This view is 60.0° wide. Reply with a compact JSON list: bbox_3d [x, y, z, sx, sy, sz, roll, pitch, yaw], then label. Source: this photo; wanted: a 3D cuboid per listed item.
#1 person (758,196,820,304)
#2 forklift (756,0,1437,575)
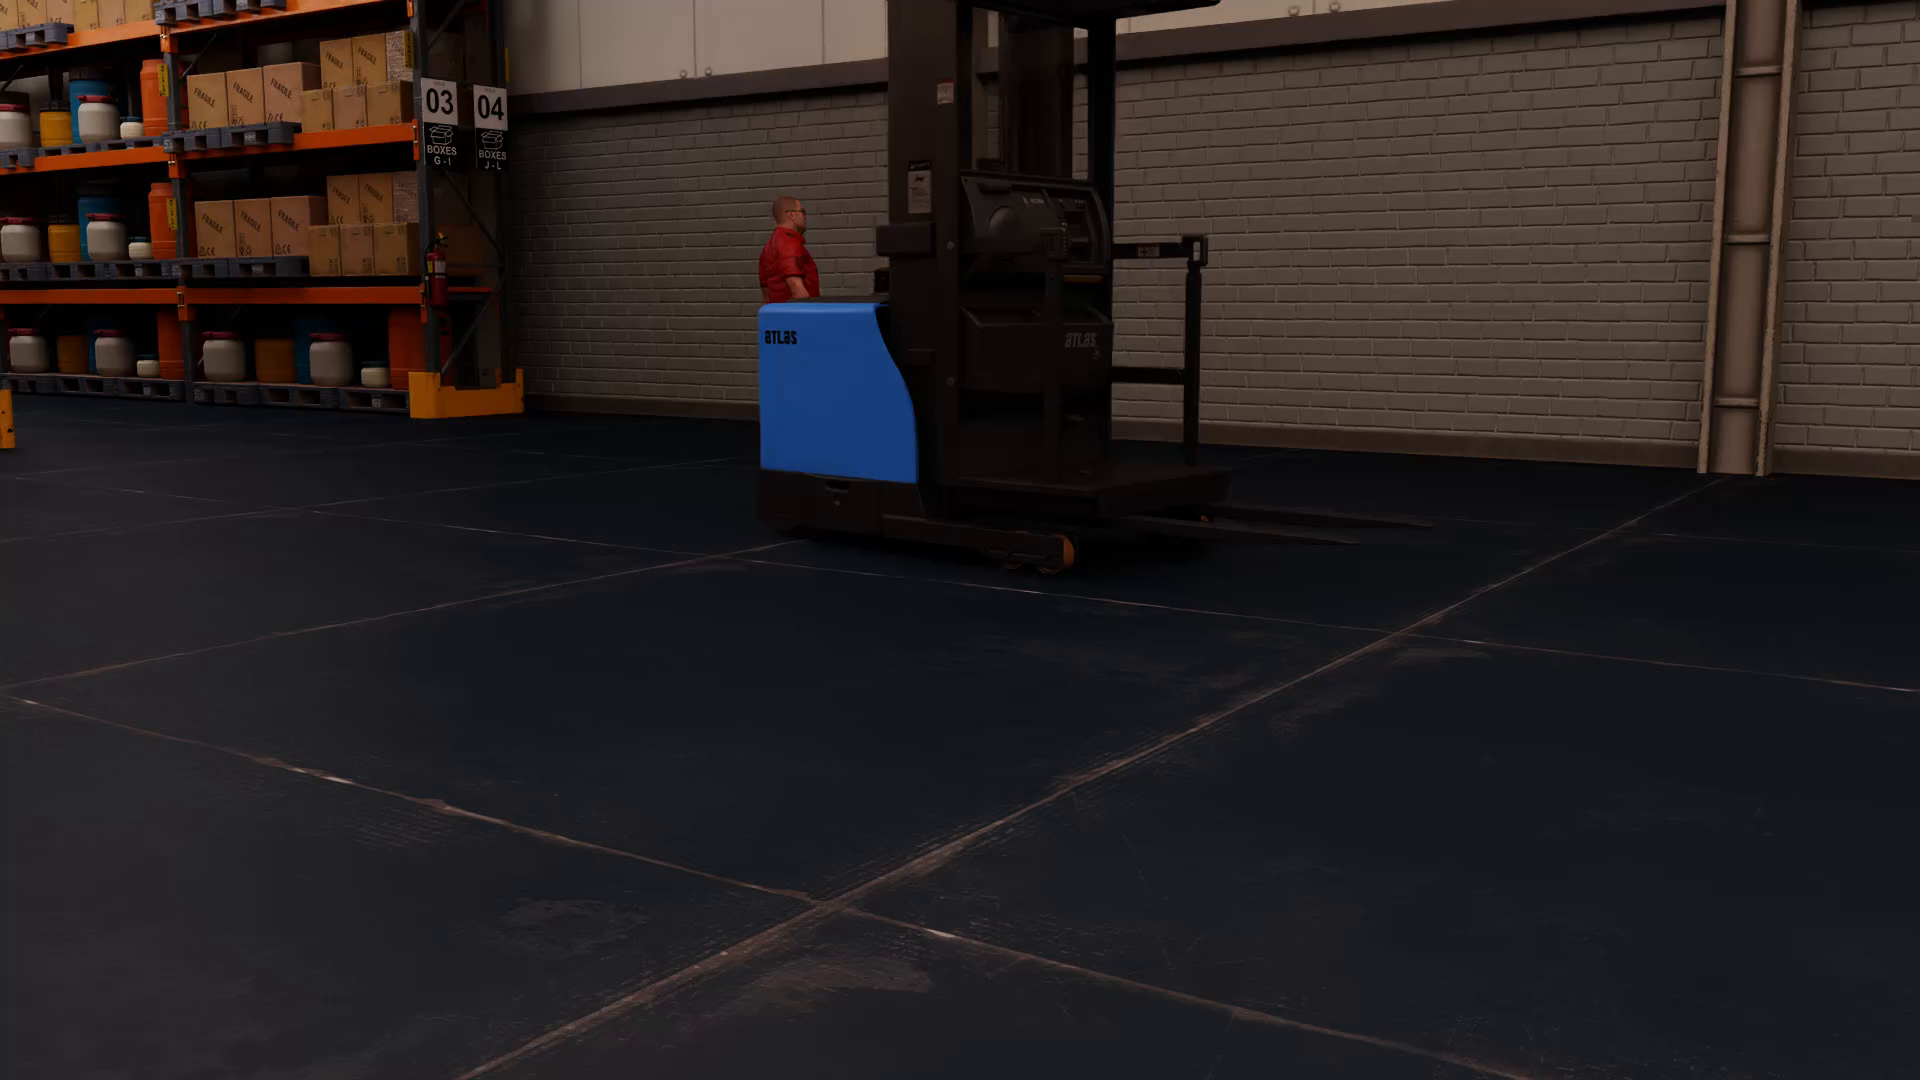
[{"bbox_3d":[-0.944,-1.288,10.499,0.547,1.732,0.659,-4,9,-28],"label":"person"},{"bbox_3d":[0.491,-1.394,6.997,3.031,2.935,1.130,7,11,41],"label":"forklift"}]
